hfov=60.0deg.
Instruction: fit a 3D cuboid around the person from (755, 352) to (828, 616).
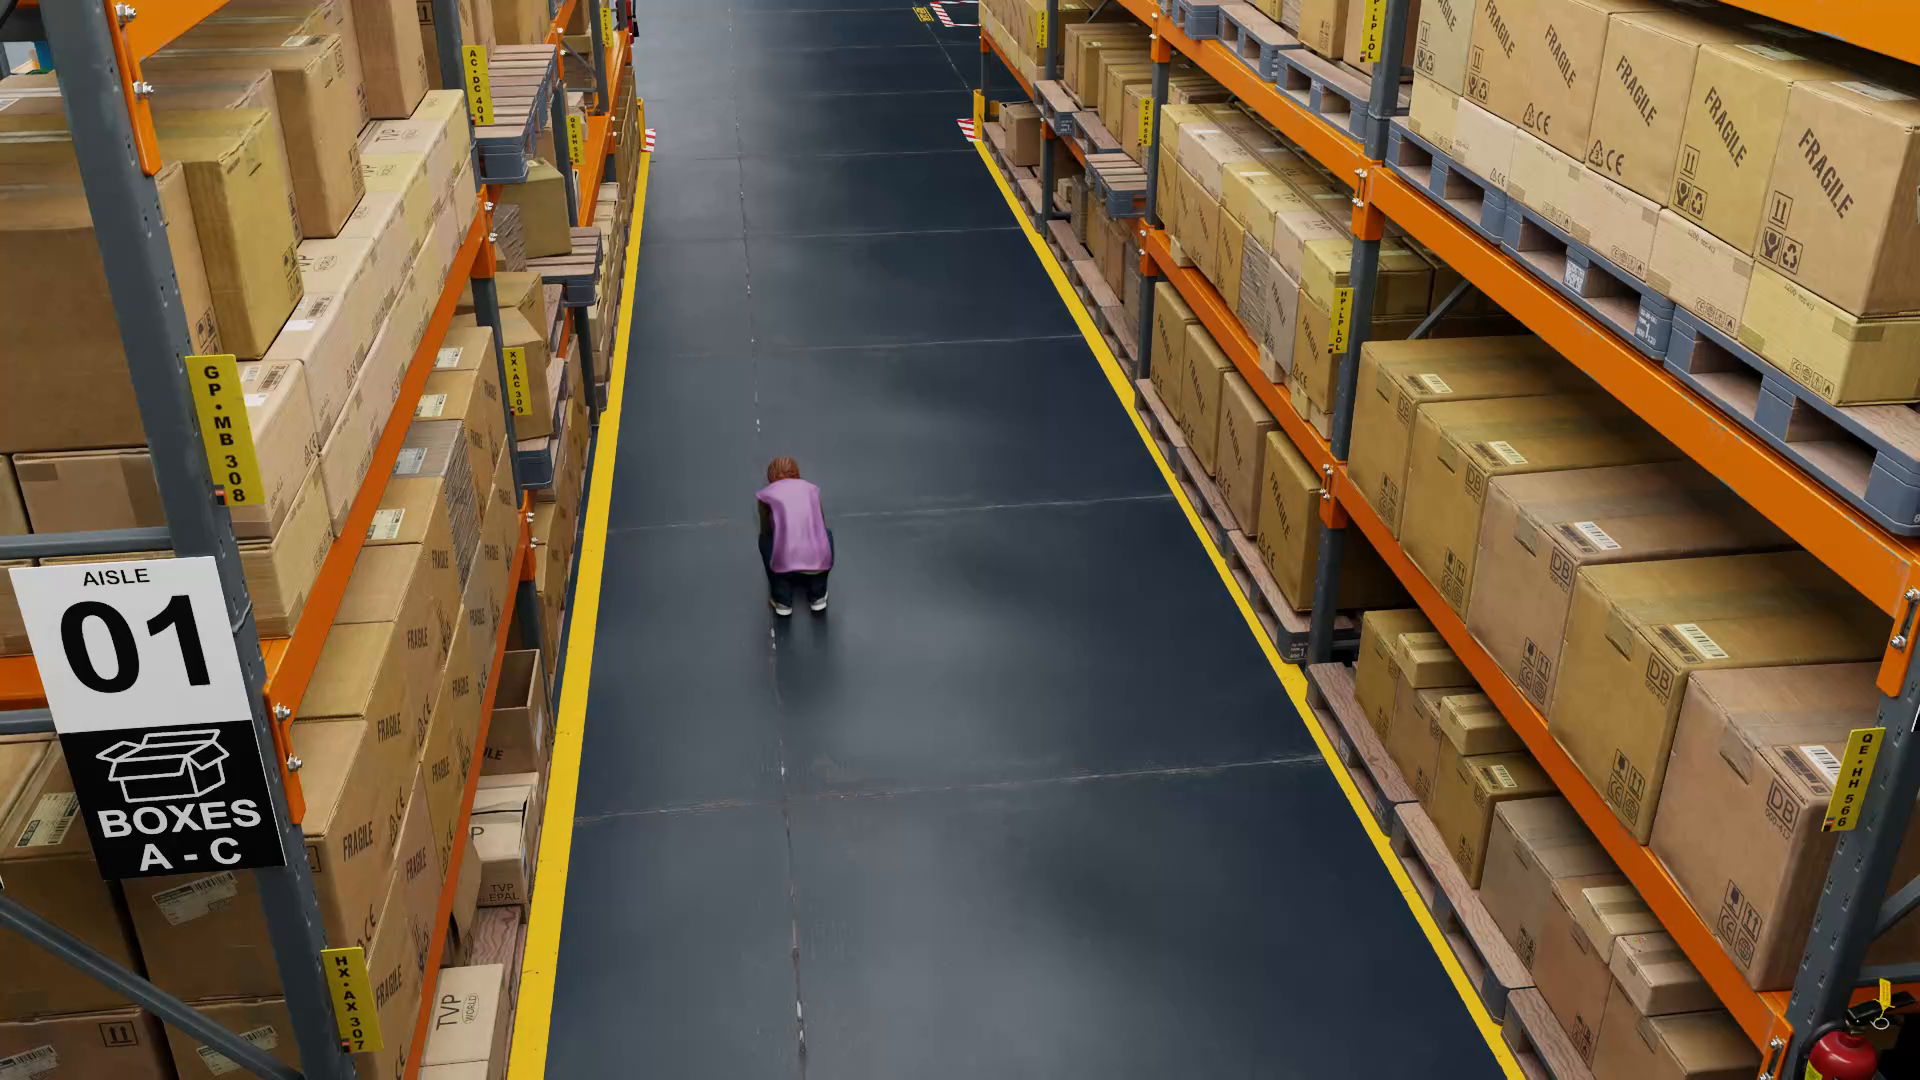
[{"bbox_3d":[-0.929,-0.348,9.305,0.404,1.591,0.496,-3,28,-6],"label":"person"}]
